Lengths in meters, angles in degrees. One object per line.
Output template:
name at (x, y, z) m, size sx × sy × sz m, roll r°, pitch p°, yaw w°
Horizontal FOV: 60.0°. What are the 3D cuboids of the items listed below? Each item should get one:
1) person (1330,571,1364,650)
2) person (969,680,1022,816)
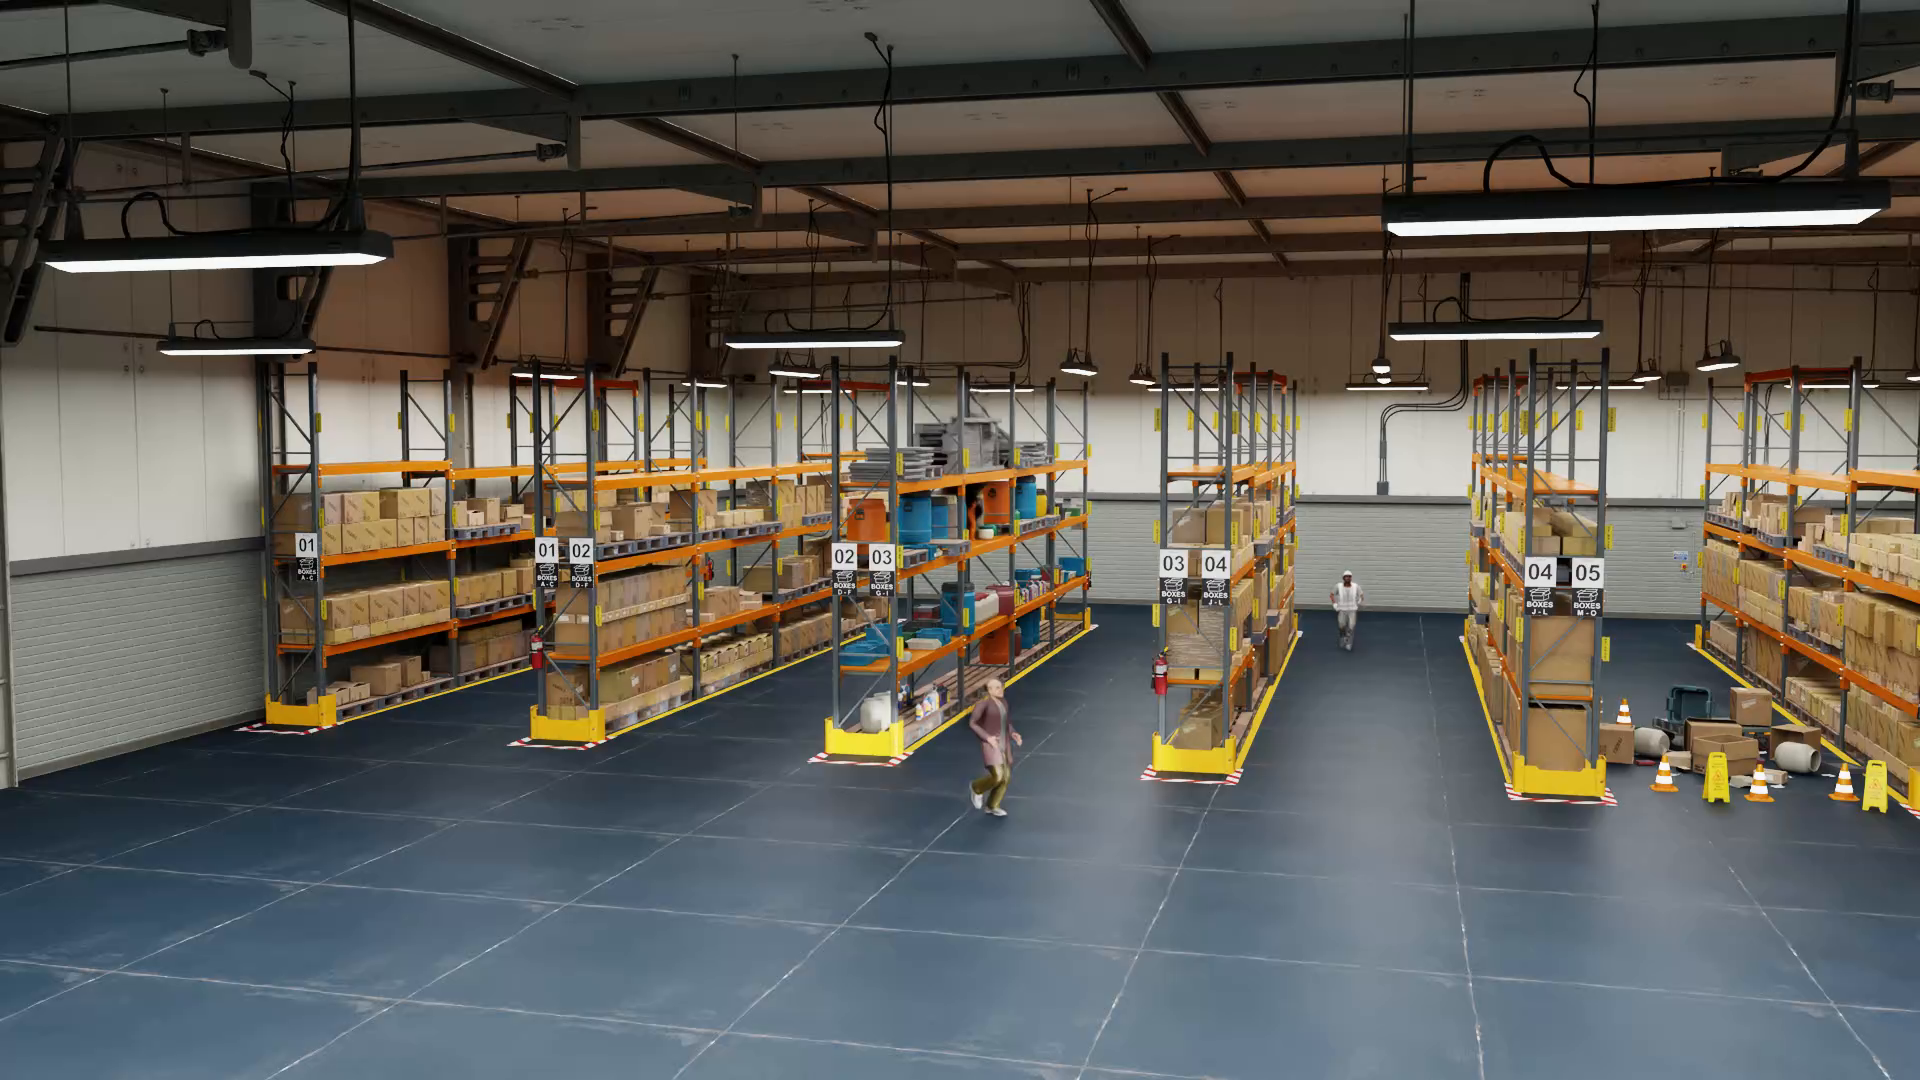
person at (8.546, 1.560, 36.625) m, size 0.707 × 1.746 × 0.590 m, roll 0°, pitch 4°, yaw 4°
person at (0.451, 2.683, 21.209) m, size 0.572 × 1.647 × 0.694 m, roll 4°, pitch 6°, yaw 45°
